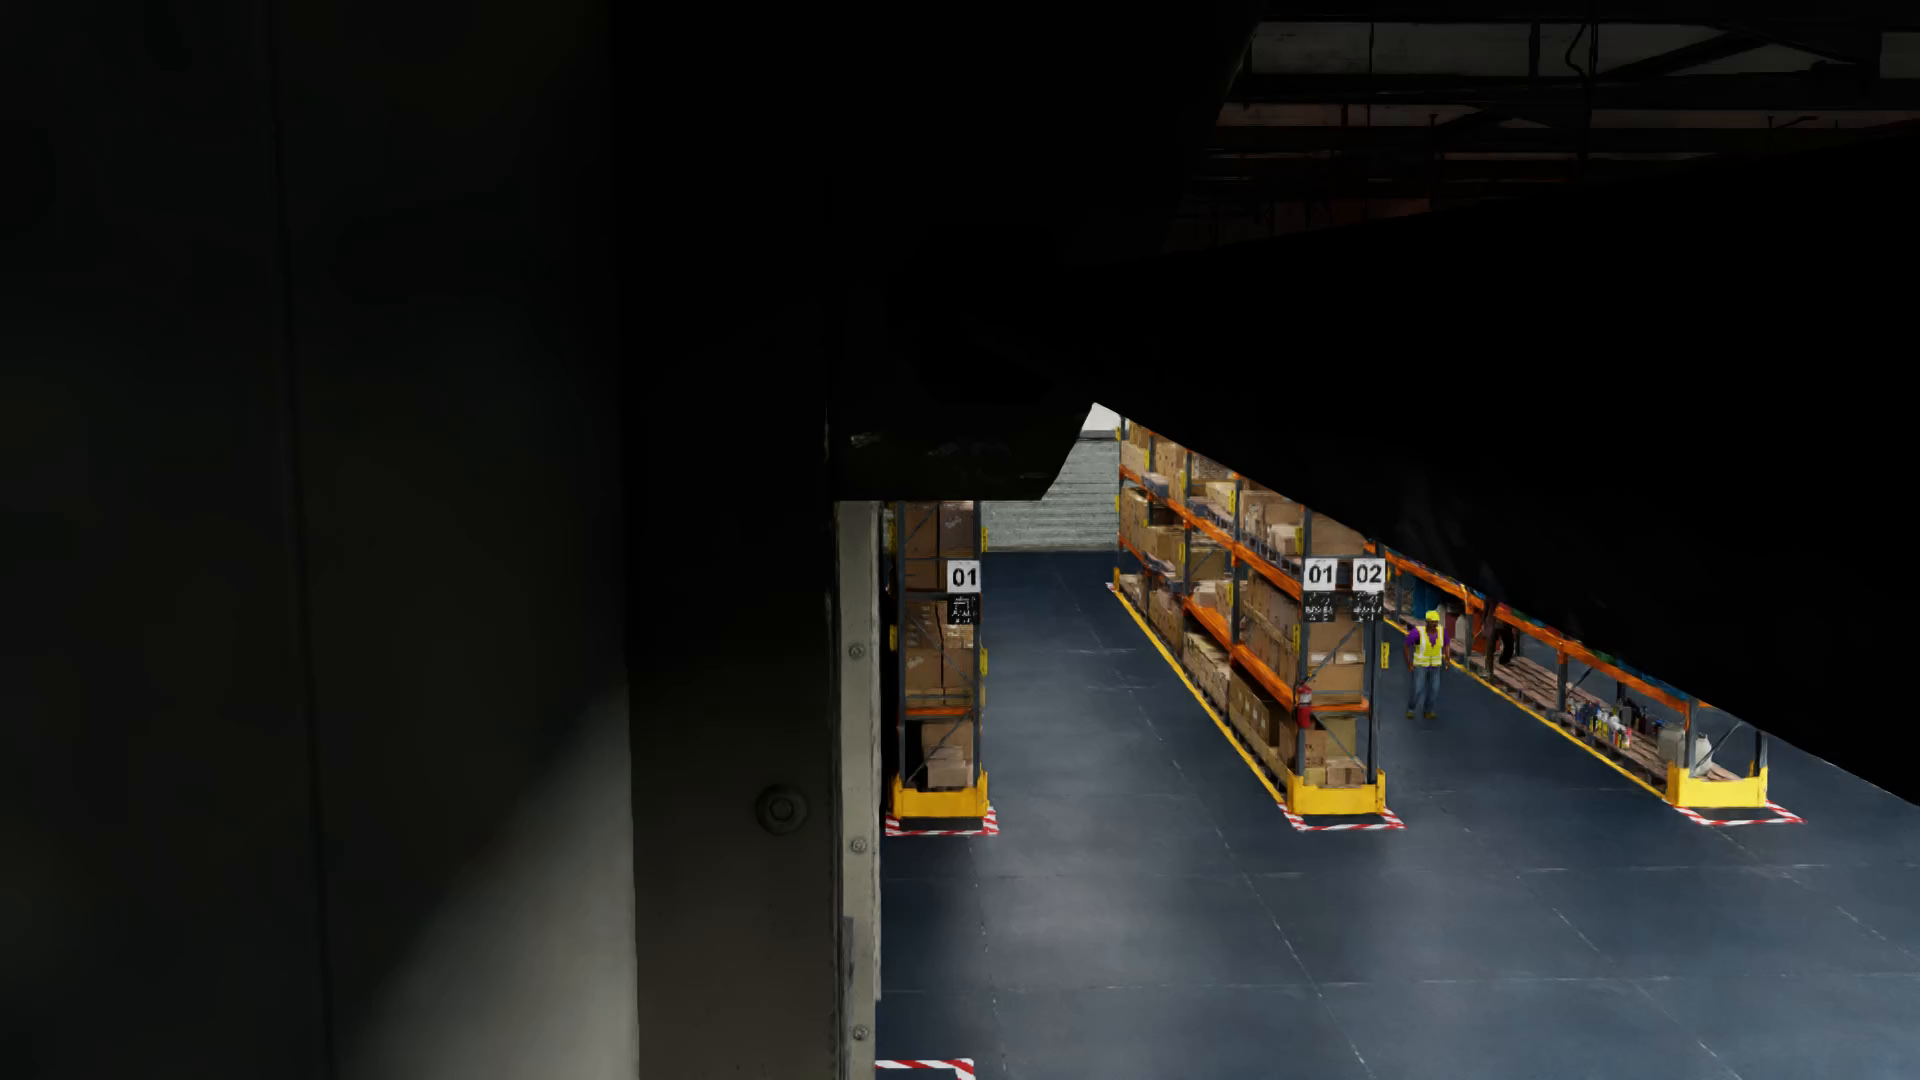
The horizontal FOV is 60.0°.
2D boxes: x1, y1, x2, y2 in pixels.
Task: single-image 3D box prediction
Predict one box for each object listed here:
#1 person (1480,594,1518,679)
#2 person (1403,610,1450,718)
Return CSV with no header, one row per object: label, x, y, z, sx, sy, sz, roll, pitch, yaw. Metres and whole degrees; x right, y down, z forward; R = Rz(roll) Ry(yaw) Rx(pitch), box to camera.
person,8.979,1.424,27.658,0.633,1.743,1.048,3,9,19
person,7.061,1.882,25.155,0.719,1.714,0.578,-1,8,-5
